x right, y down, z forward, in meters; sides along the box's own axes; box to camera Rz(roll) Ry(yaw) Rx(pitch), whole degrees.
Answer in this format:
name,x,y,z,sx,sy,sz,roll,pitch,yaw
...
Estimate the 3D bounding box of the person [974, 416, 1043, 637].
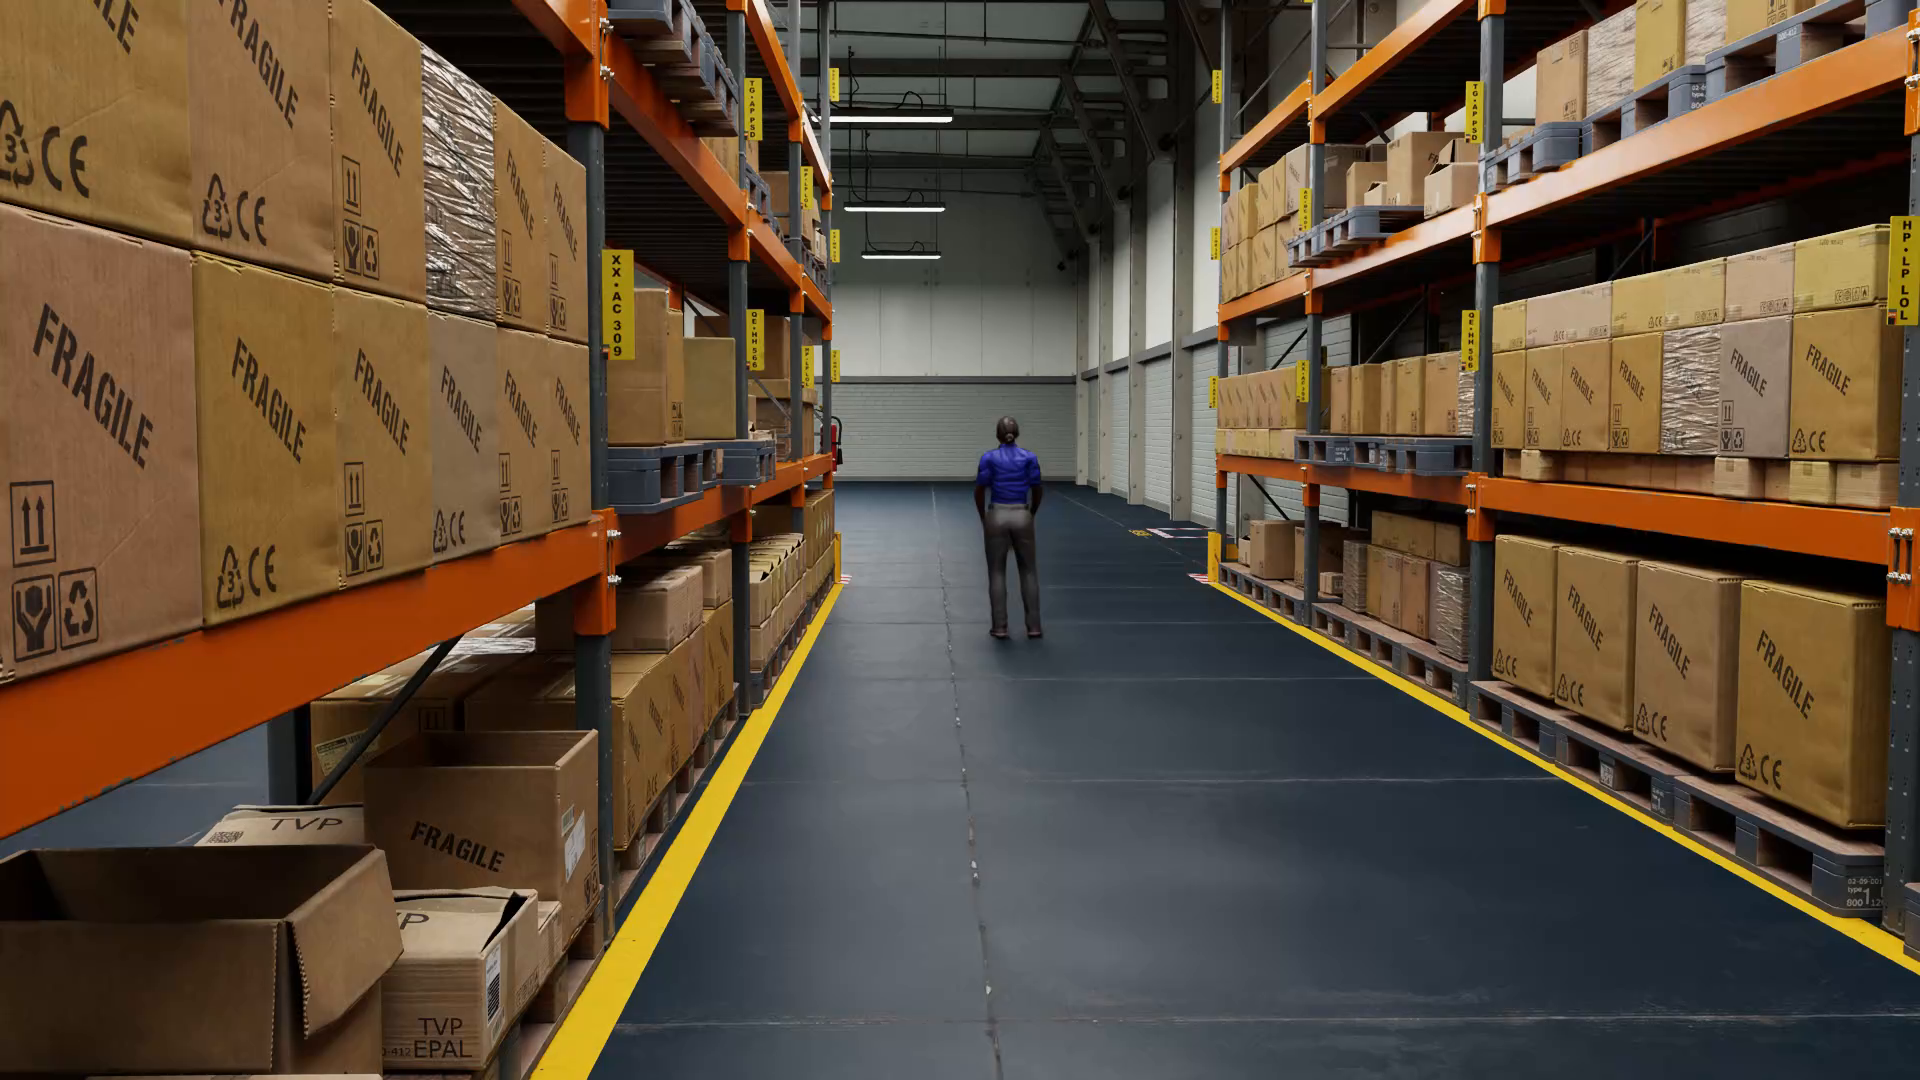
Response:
name,x,y,z,sx,sy,sz,roll,pitch,yaw
person,0.370,-0.103,12.542,0.530,1.658,0.389,0,4,-1
